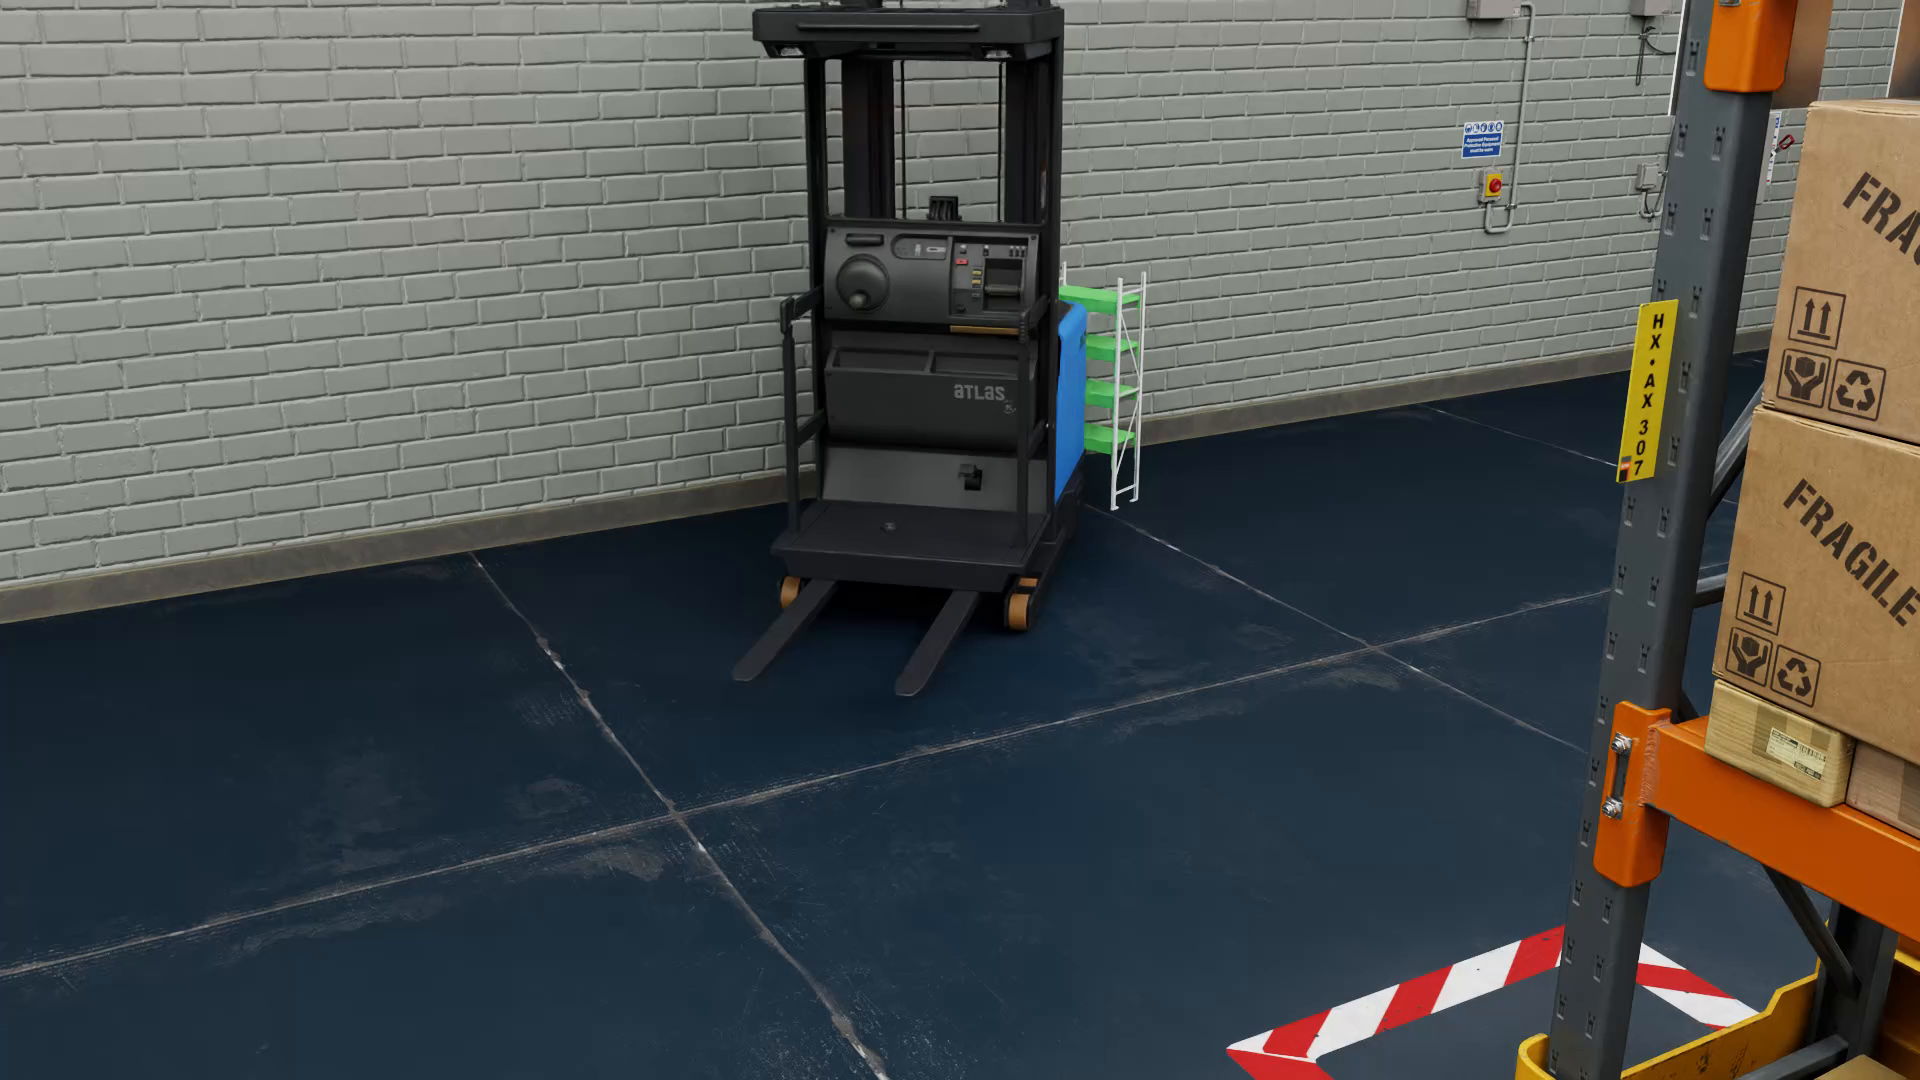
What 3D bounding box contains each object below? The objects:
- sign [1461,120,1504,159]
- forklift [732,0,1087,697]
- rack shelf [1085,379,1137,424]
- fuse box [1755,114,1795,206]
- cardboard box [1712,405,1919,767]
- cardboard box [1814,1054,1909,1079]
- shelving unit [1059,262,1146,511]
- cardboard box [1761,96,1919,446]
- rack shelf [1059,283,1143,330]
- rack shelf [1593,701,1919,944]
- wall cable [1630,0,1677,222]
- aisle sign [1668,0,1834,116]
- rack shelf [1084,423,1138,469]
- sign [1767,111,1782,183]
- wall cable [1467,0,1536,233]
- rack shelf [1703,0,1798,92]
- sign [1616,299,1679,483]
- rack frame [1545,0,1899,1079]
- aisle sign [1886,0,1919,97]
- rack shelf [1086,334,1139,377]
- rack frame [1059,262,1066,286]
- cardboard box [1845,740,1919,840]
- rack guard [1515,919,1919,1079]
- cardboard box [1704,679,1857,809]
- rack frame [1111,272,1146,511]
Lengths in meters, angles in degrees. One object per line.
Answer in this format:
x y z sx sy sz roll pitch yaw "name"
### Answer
3.246 -2.488 10.328 0.327 0.218 0.001 -10 21 -27 "sign"
-0.170 -1.131 6.915 1.130 2.935 3.031 4 19 12 "forklift"
0.664 -0.739 8.630 0.480 0.148 0.258 14 24 36 "rack shelf"
5.235 -2.024 11.374 0.539 1.711 0.414 -10 21 -27 "fuse box"
1.677 0.045 2.794 0.500 0.500 0.500 -9 21 -24 "cardboard box"
1.657 1.132 3.067 0.380 0.149 0.250 -11 22 -29 "cardboard box"
0.664 -0.799 8.609 0.503 1.200 0.258 14 24 36 "shelving unit"
1.687 -0.430 2.635 0.500 0.500 0.500 -10 21 -27 "cardboard box"
0.664 -1.193 8.473 0.480 0.148 0.258 14 24 36 "rack shelf"
2.657 0.975 1.809 1.077 0.370 4.000 -10 21 -27 "rack shelf"
4.560 -3.053 10.823 0.588 1.984 0.122 -10 21 -27 "wall cable"
1.409 -1.142 2.858 0.394 0.787 0.004 -10 21 -27 "aisle sign"
0.664 -0.512 8.708 0.480 0.148 0.258 14 24 36 "rack shelf"
5.572 -2.724 11.574 0.329 0.494 0.001 -10 21 -27 "sign"
3.318 -2.845 10.172 0.585 1.953 0.123 -10 21 -27 "wall cable"
2.657 -0.443 1.320 1.077 0.370 4.000 -10 21 -27 "rack shelf"
1.230 -0.264 2.971 0.100 0.325 0.005 -10 21 -27 "sign"
1.704 0.062 3.354 0.949 2.616 0.053 -10 21 -27 "rack frame"
1.937 -1.235 3.127 0.394 0.787 0.004 -10 21 -27 "aisle sign"
0.664 -0.966 8.551 0.480 0.148 0.258 14 24 36 "rack shelf"
0.472 -0.849 8.751 0.015 1.200 0.240 14 24 36 "rack frame"
1.730 0.390 2.787 0.380 0.149 0.250 -9 21 -25 "cardboard box"
1.743 1.264 3.700 1.175 0.500 0.348 -10 21 -27 "rack guard"
1.573 0.324 2.980 0.380 0.149 0.250 -10 21 -27 "cardboard box"
0.857 -0.750 8.467 0.015 1.200 0.240 14 24 36 "rack frame"
